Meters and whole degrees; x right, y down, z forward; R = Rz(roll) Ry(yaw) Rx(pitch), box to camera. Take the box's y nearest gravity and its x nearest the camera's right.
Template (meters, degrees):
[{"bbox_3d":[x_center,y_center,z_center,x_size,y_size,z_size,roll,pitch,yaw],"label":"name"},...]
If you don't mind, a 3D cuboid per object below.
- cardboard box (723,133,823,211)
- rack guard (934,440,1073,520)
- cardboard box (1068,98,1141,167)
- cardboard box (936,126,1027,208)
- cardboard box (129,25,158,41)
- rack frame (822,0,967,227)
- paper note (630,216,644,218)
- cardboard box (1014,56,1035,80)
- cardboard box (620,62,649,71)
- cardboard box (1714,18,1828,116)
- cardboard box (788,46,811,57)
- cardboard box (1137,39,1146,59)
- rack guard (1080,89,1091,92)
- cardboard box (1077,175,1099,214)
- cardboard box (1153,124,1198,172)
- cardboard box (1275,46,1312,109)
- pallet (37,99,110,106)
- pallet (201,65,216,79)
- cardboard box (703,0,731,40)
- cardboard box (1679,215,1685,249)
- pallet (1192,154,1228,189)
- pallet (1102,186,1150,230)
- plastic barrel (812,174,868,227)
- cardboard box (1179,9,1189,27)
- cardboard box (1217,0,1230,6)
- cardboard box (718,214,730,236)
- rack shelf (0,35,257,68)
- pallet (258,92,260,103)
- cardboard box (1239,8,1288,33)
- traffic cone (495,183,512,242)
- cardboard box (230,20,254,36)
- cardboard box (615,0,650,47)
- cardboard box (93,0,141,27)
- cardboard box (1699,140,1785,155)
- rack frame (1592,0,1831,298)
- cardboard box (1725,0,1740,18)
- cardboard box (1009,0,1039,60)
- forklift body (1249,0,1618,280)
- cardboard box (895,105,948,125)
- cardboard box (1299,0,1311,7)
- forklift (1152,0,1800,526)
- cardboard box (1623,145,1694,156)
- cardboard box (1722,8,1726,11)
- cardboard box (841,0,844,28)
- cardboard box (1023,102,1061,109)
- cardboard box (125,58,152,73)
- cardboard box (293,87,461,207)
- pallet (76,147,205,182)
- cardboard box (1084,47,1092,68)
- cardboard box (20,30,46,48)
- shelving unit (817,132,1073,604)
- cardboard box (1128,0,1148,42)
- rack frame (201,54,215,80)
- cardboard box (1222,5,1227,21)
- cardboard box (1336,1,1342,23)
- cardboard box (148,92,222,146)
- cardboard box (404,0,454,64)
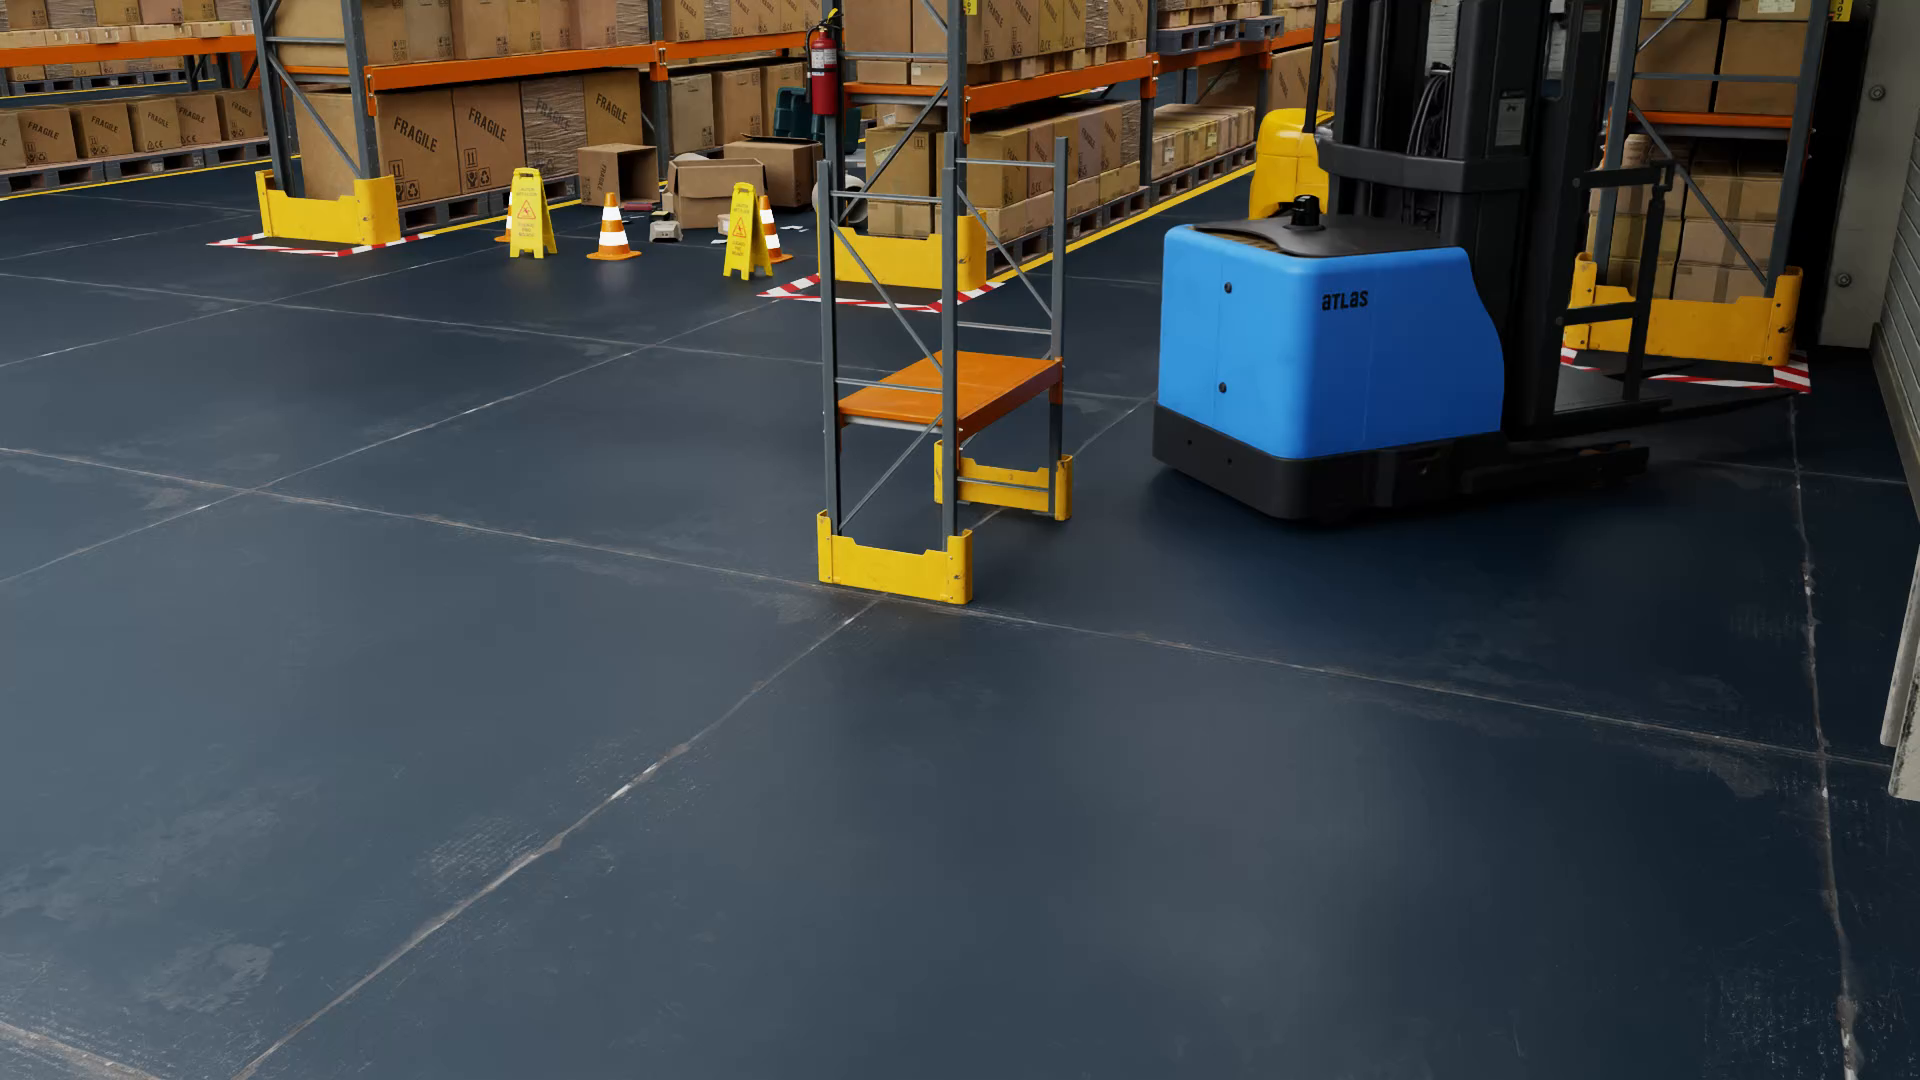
[{"bbox_3d":[-1.649,-3.242,14.631,0.797,0.637,0.503,9,21,23],"label":"cardboard box"},{"bbox_3d":[0.173,-0.247,6.789,0.587,0.250,0.087,9,21,23],"label":"rack guard"},{"bbox_3d":[1.206,-3.443,14.032,0.500,0.500,0.500,8,21,22],"label":"cardboard box"},{"bbox_3d":[0.158,-2.654,11.814,0.500,0.500,0.500,8,21,21],"label":"cardboard box"},{"bbox_3d":[-8.285,-5.084,16.663,0.380,0.149,0.250,9,21,23],"label":"cardboard box"},{"bbox_3d":[-0.434,-3.183,10.942,1.000,3.000,0.127,9,21,23],"label":"rack frame"},{"bbox_3d":[-2.760,-2.763,14.223,0.123,0.001,0.032,-14,24,-33],"label":"paper note"},{"bbox_3d":[0.313,-3.360,11.815,0.380,0.149,0.250,9,21,24],"label":"cardboard box"},{"bbox_3d":[-5.170,-6.936,24.039,1.225,0.875,0.875,8,21,21],"label":"cardboard box"},{"bbox_3d":[4.552,-2.663,9.332,0.500,0.500,0.500,9,22,24],"label":"cardboard box"},{"bbox_3d":[-3.112,-8.424,28.223,0.875,0.875,0.875,9,21,23],"label":"cardboard box"},{"bbox_3d":[1.350,-4.147,14.028,0.380,0.149,0.250,8,21,22],"label":"cardboard box"},{"bbox_3d":[1.529,-7.521,26.871,1.175,0.500,0.348,9,21,23],"label":"rack guard"},{"bbox_3d":[0.786,-2.771,13.261,0.500,0.250,0.500,9,21,24],"label":"cardboard box"},{"bbox_3d":[1.708,-3.746,15.821,0.950,0.372,0.625,10,22,26],"label":"cardboard box"},{"bbox_3d":[3.569,-5.297,19.430,0.875,0.875,0.875,9,21,23],"label":"cardboard box"},{"bbox_3d":[-11.571,-5.751,22.324,1.003,0.211,1.213,9,21,23],"label":"pallet"},{"bbox_3d":[-13.315,-8.467,29.962,1.003,0.211,1.213,9,21,23],"label":"pallet"},{"bbox_3d":[-2.687,-5.379,16.968,0.500,0.500,0.500,9,21,23],"label":"cardboard box"},{"bbox_3d":[4.225,-1.984,10.302,0.500,0.250,0.500,8,21,22],"label":"cardboard box"},{"bbox_3d":[2.019,-3.704,16.569,1.003,0.211,1.213,9,21,23],"label":"pallet"},{"bbox_3d":[0.961,-2.881,14.256,1.003,0.211,1.213,9,21,23],"label":"pallet"},{"bbox_3d":[-0.970,-2.808,13.733,0.421,0.421,0.512,-9,22,-24],"label":"plastic barrel"},{"bbox_3d":[1.829,-4.686,14.916,0.380,0.149,0.250,9,21,24],"label":"cardboard box"},{"bbox_3d":[2.277,-5.356,15.831,0.500,0.500,0.500,8,21,20],"label":"cardboard box"},{"bbox_3d":[-1.741,-2.517,13.325,0.250,0.149,0.380,-14,24,-33],"label":"cardboard box"},{"bbox_3d":[-8.656,-4.815,16.605,1.077,0.370,4.000,9,21,23],"label":"rack shelf"},{"bbox_3d":[-10.433,-6.601,24.714,1.003,0.211,1.213,9,21,23],"label":"pallet"},{"bbox_3d":[3.272,-5.673,18.167,0.500,0.250,0.500,8,21,22],"label":"cardboard box"},{"bbox_3d":[-3.479,-2.603,13.098,0.336,0.463,0.334,9,21,23],"label":"traffic cone"},{"bbox_3d":[-7.768,-5.466,17.736,0.380,0.149,0.250,9,21,23],"label":"cardboard box"},{"bbox_3d":[-3.494,-5.010,15.856,0.875,0.550,0.550,9,21,23],"label":"cardboard box"},{"bbox_3d":[-8.670,-5.362,16.475,0.875,0.500,0.500,9,21,23],"label":"cardboard box"},{"bbox_3d":[5.097,-2.457,10.887,0.500,0.250,0.500,8,21,22],"label":"cardboard box"},{"bbox_3d":[4.096,-2.503,9.030,1.000,3.000,0.127,9,21,23],"label":"rack frame"},{"bbox_3d":[4.514,-3.008,9.332,0.380,0.149,0.250,9,21,23],"label":"cardboard box"},{"bbox_3d":[0.222,-3.635,11.622,0.500,0.500,0.500,9,22,24],"label":"cardboard box"},{"bbox_3d":[3.208,-2.933,11.506,2.313,2.155,1.214,9,21,23],"label":"forklift body"},{"bbox_3d":[-0.255,-3.146,12.228,0.380,0.149,0.250,9,22,24],"label":"cardboard box"},{"bbox_3d":[3.703,-6.223,18.967,0.500,0.250,0.500,8,21,22],"label":"cardboard box"},{"bbox_3d":[2.403,-1.753,7.023,3.031,2.935,1.130,-9,21,-23],"label":"forklift"},{"bbox_3d":[4.401,-2.372,10.647,0.500,0.250,0.500,9,21,23],"label":"cardboard box"},{"bbox_3d":[4.684,-3.206,10.857,0.500,0.500,0.500,9,21,23],"label":"cardboard box"},{"bbox_3d":[-1.655,-6.149,19.134,0.500,0.500,0.500,9,21,23],"label":"cardboard box"},{"bbox_3d":[0.507,-3.353,13.777,0.500,0.500,0.500,9,22,25],"label":"cardboard box"},{"bbox_3d":[-13.954,-8.107,27.863,0.500,0.500,0.500,9,21,23],"label":"cardboard box"},{"bbox_3d":[-4.774,-3.244,13.659,0.875,0.875,0.875,9,21,23],"label":"cardboard box"},{"bbox_3d":[-8.578,-3.867,17.027,1.003,0.211,1.213,9,21,23],"label":"pallet"},{"bbox_3d":[0.805,-3.762,12.945,0.380,0.149,0.250,8,21,22],"label":"cardboard box"},{"bbox_3d":[-8.822,-4.706,15.600,0.380,0.149,0.250,9,21,23],"label":"cardboard box"},{"bbox_3d":[-0.031,-0.683,6.152,0.587,1.500,1.083,9,21,23],"label":"shelving unit"},{"bbox_3d":[1.249,-4.423,13.835,0.500,0.500,0.500,8,21,21],"label":"cardboard box"},{"bbox_3d":[-13.597,-9.571,28.905,1.000,3.000,0.127,9,21,23],"label":"rack frame"},{"bbox_3d":[2.360,-5.091,16.055,0.380,0.149,0.250,8,21,21],"label":"cardboard box"},{"bbox_3d":[4.526,-6.609,20.799,0.500,0.250,0.500,8,21,21],"label":"cardboard box"},{"bbox_3d":[-8.265,-4.492,17.728,0.500,0.500,0.500,17,26,40],"label":"cardboard box"},{"bbox_3d":[-4.676,-4.192,13.557,0.875,0.550,0.550,9,21,23],"label":"cardboard box"}]
